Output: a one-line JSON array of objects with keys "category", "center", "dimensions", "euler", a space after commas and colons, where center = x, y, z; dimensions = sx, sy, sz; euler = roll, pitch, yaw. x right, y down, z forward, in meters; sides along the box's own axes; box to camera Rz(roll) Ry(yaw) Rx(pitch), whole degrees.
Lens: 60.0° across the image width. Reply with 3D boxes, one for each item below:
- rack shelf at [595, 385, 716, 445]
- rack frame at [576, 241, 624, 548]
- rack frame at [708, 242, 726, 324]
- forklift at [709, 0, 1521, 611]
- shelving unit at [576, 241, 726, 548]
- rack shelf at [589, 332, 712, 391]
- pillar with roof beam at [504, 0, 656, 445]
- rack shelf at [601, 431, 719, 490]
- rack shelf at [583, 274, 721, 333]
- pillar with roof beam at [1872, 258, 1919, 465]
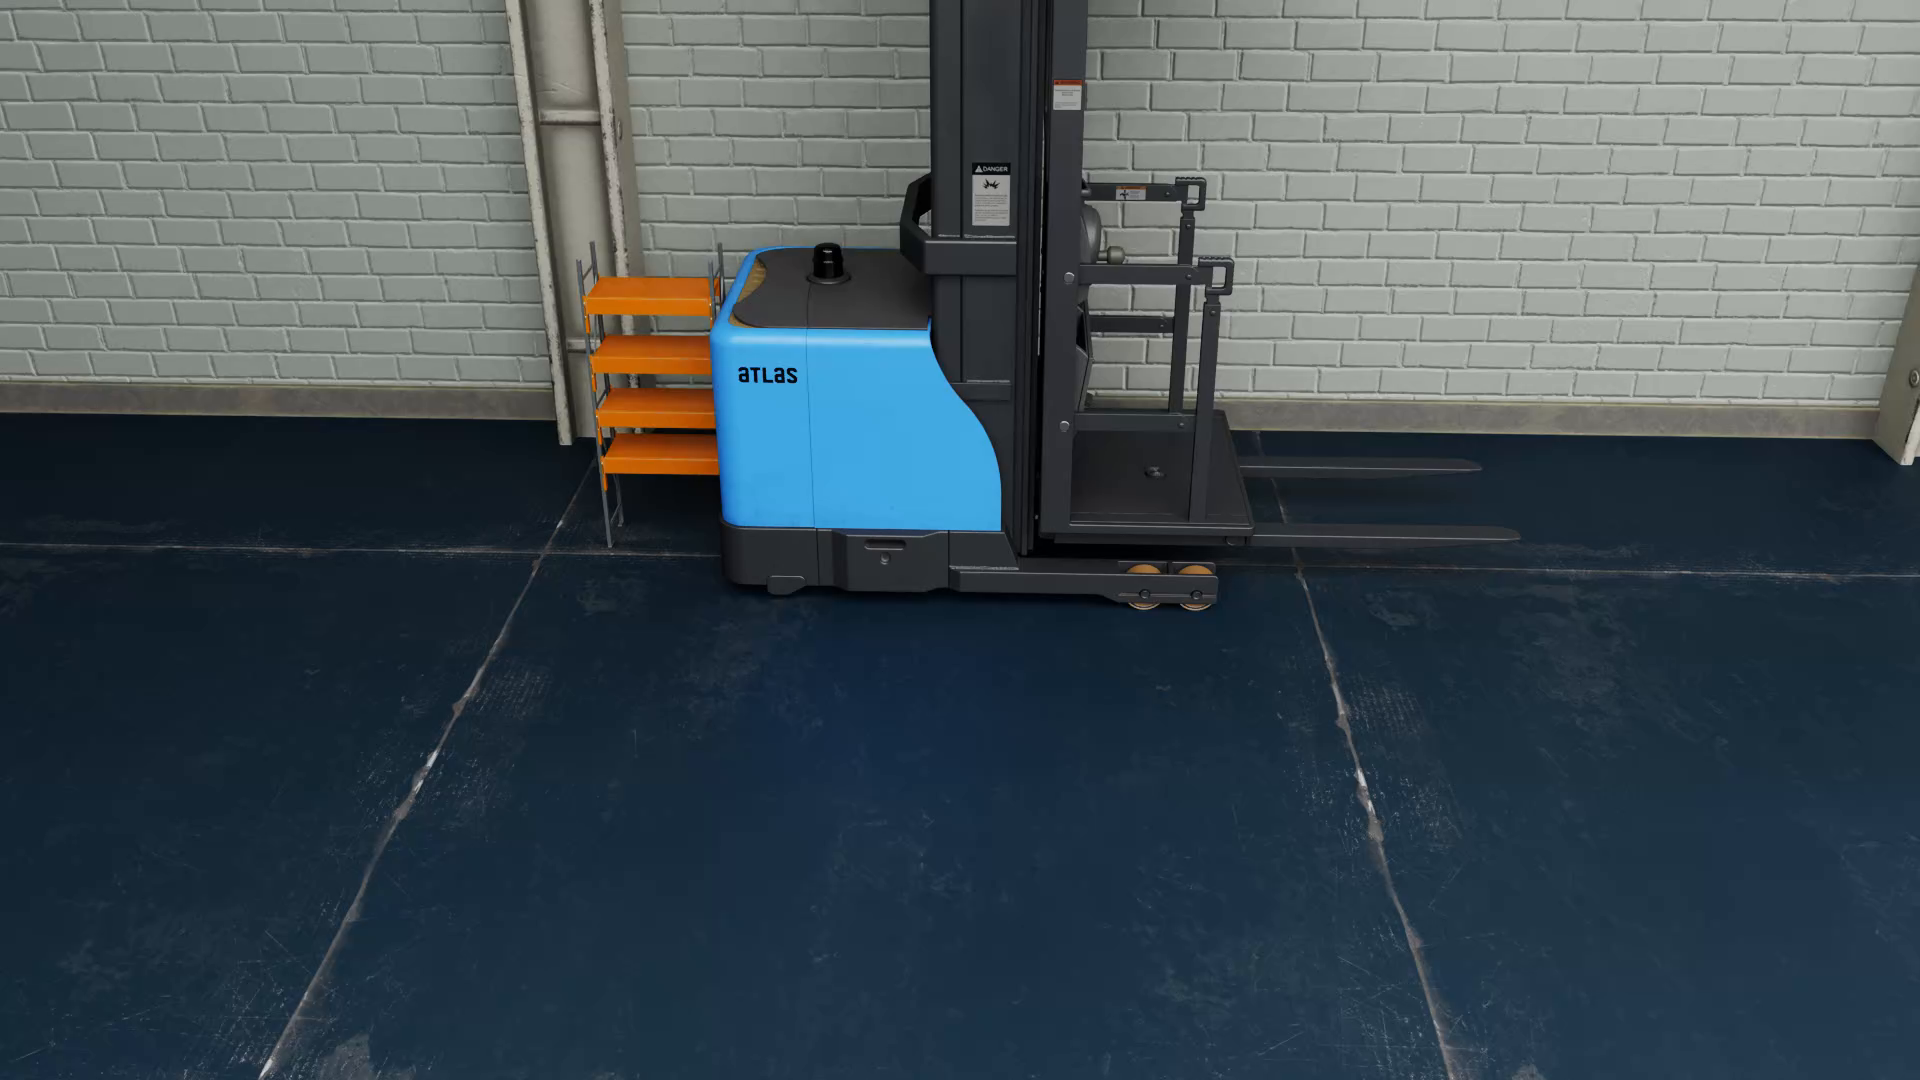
[{"category": "rack shelf", "center": [-1.160, -0.490, 6.537], "dimensions": [0.480, 0.148, 0.258], "euler": [1, 28, 2]}, {"category": "rack frame", "center": [-1.404, -0.554, 6.513], "dimensions": [0.015, 1.200, 0.240], "euler": [1, 28, 2]}, {"category": "rack frame", "center": [-0.916, -0.546, 6.498], "dimensions": [0.015, 1.200, 0.240], "euler": [1, 28, 2]}, {"category": "forklift", "center": [0.622, -1.285, 6.044], "dimensions": [3.031, 2.935, 1.130], "euler": [1, 28, 2]}, {"category": "shelving unit", "center": [-1.160, -0.550, 6.506], "dimensions": [0.503, 1.200, 0.258], "euler": [1, 28, 2]}, {"category": "rack shelf", "center": [-1.160, -0.688, 6.433], "dimensions": [0.480, 0.148, 0.258], "euler": [1, 28, 2]}, {"category": "pillar with roof beam", "center": [-1.773, -2.463, 1.789], "dimensions": [0.400, 9.000, 9.100], "euler": [1, 28, 2]}, {"category": "rack shelf", "center": [-1.160, -0.315, 6.630], "dimensions": [0.480, 0.148, 0.258], "euler": [1, 28, 2]}, {"category": "rack shelf", "center": [-1.160, -0.897, 6.322], "dimensions": [0.480, 0.148, 0.258], "euler": [1, 28, 2]}, {"category": "pillar with roof beam", "center": [4.223, -2.364, 1.601], "dimensions": [0.400, 9.000, 9.100], "euler": [1, 28, 2]}]
